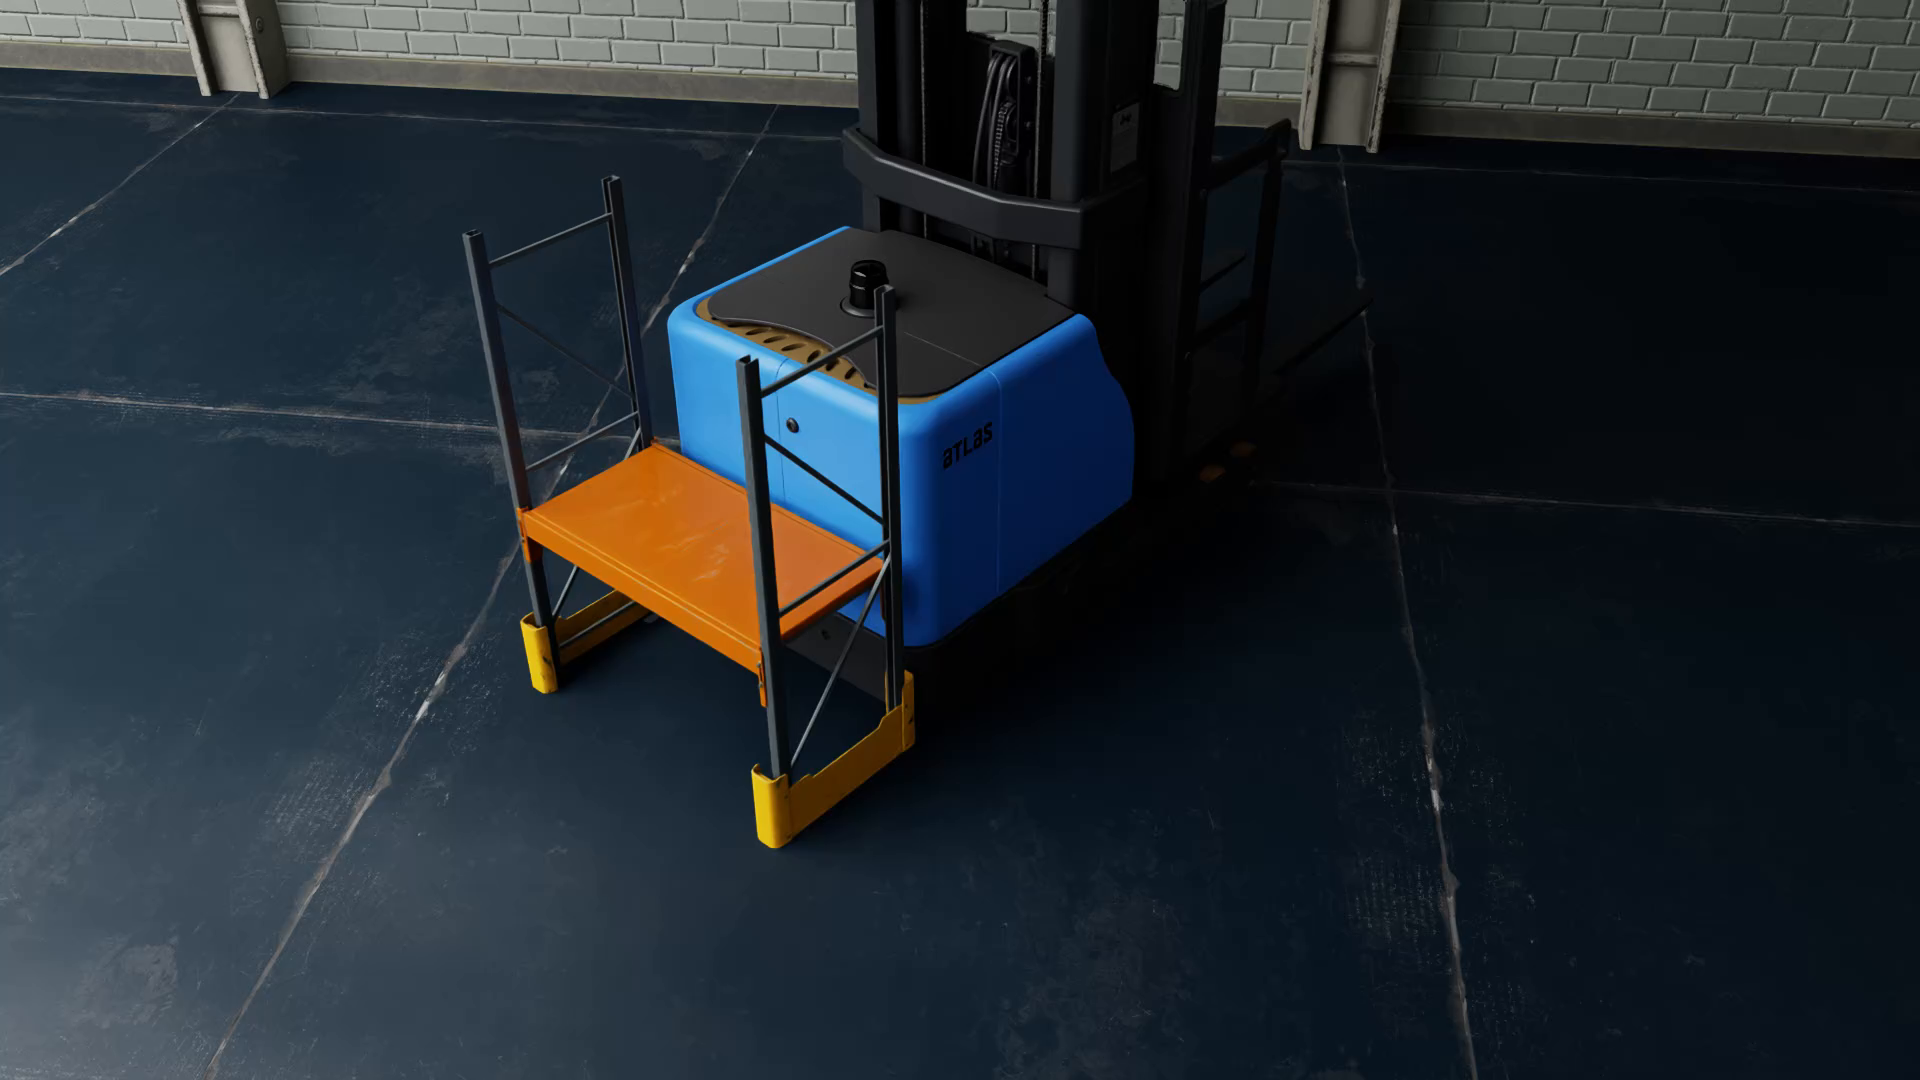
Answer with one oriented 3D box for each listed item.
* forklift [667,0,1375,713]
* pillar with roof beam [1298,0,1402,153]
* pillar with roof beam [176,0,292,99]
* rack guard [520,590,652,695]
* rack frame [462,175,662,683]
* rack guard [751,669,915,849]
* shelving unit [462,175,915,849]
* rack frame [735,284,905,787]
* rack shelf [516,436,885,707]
[{"bbox_3d":[0.459,-1.466,5.281,1.130,2.935,3.031,26,43,32],"label":"forklift"},{"bbox_3d":[1.423,-3.272,2.588,0.400,9.000,9.100,4,36,6],"label":"pillar with roof beam"},{"bbox_3d":[-4.528,-3.716,3.210,0.400,9.000,9.100,4,36,6],"label":"pillar with roof beam"},{"bbox_3d":[-1.103,0.231,5.212,0.087,0.250,0.587,26,43,32],"label":"rack guard"},{"bbox_3d":[-1.104,-0.279,4.849,0.032,1.500,0.500,26,43,32],"label":"rack frame"},{"bbox_3d":[-0.345,0.606,4.686,0.087,0.250,0.587,26,43,32],"label":"rack guard"},{"bbox_3d":[-0.724,-0.090,4.586,1.083,1.500,0.587,26,43,32],"label":"shelving unit"},{"bbox_3d":[-0.331,0.105,4.312,0.032,1.500,0.500,26,43,32],"label":"rack frame"},{"bbox_3d":[-0.717,0.059,4.685,1.000,0.185,0.538,26,43,32],"label":"rack shelf"}]
